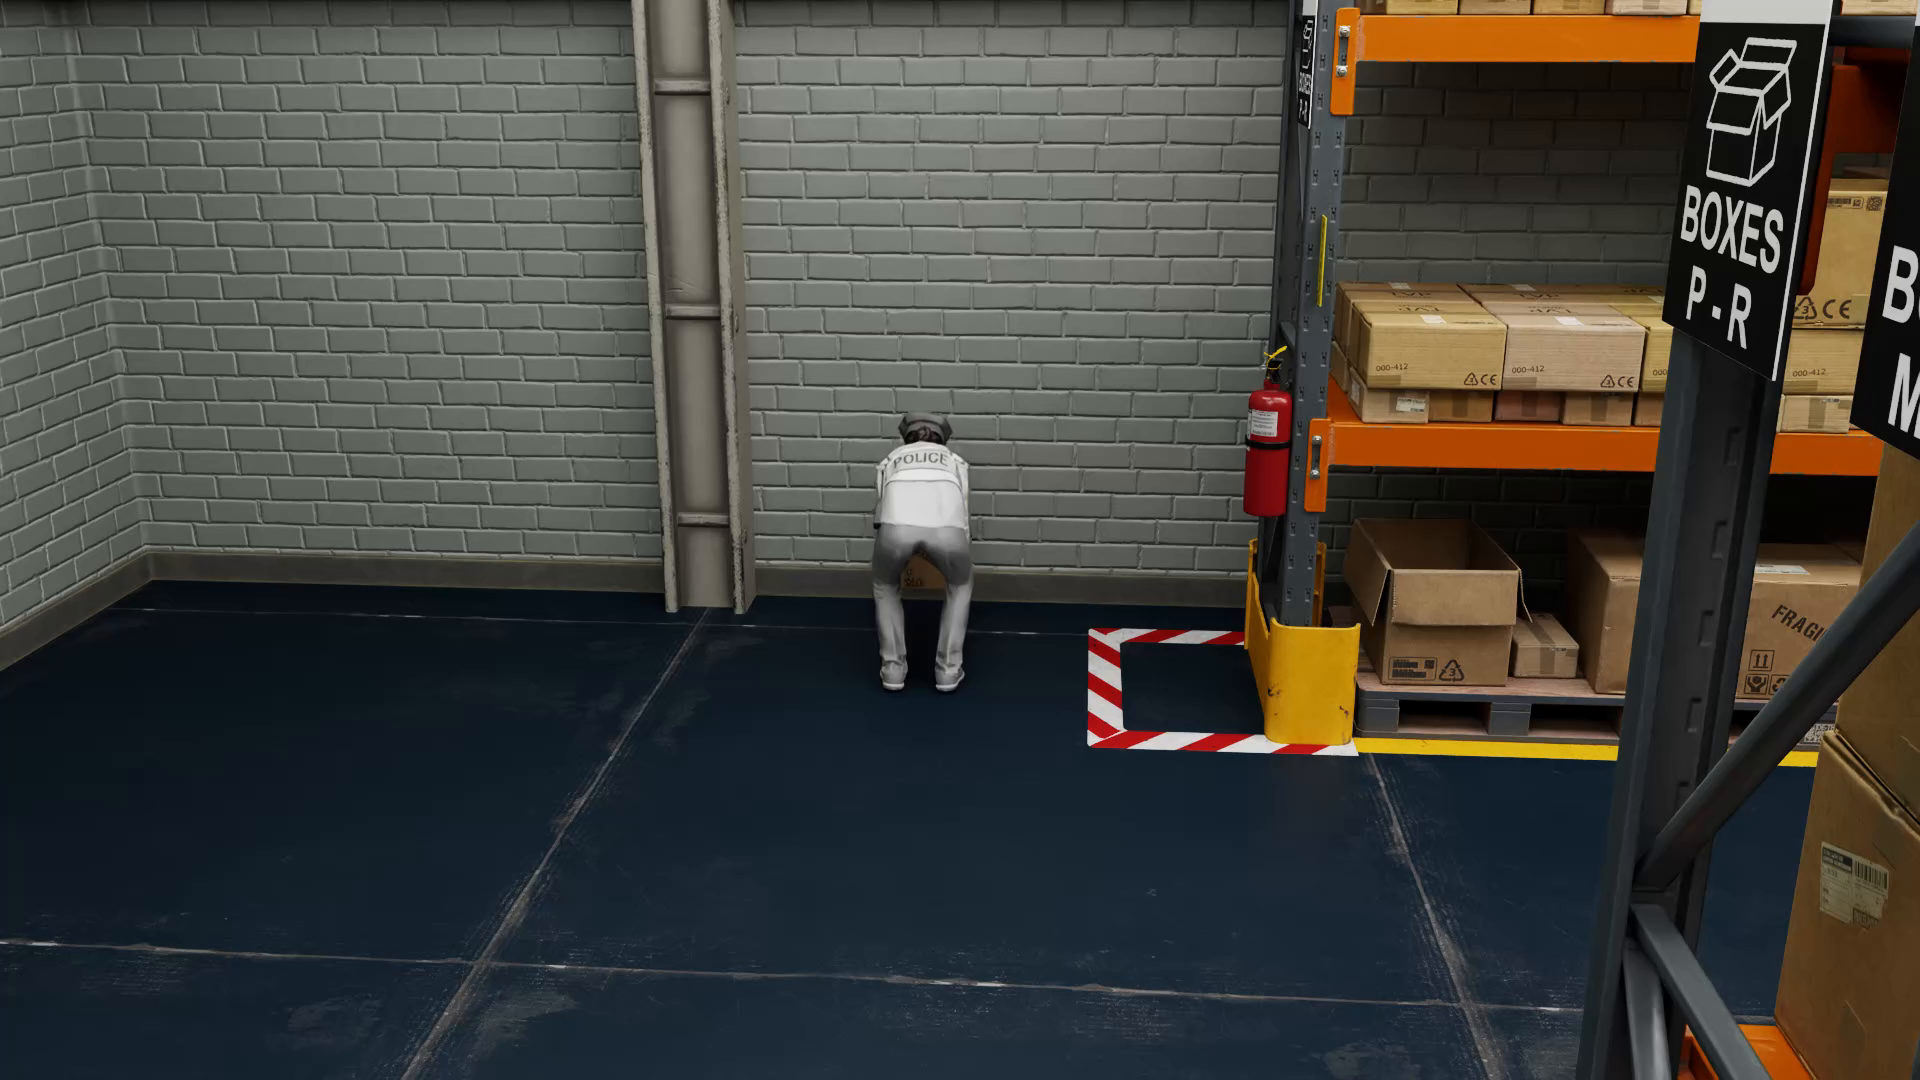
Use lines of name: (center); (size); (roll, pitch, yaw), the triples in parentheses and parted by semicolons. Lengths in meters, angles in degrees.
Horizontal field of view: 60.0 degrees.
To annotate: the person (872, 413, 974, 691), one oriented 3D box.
person: (-0.162, 0.045, 7.343); (0.449, 1.102, 0.920); (0, 18, 1)
